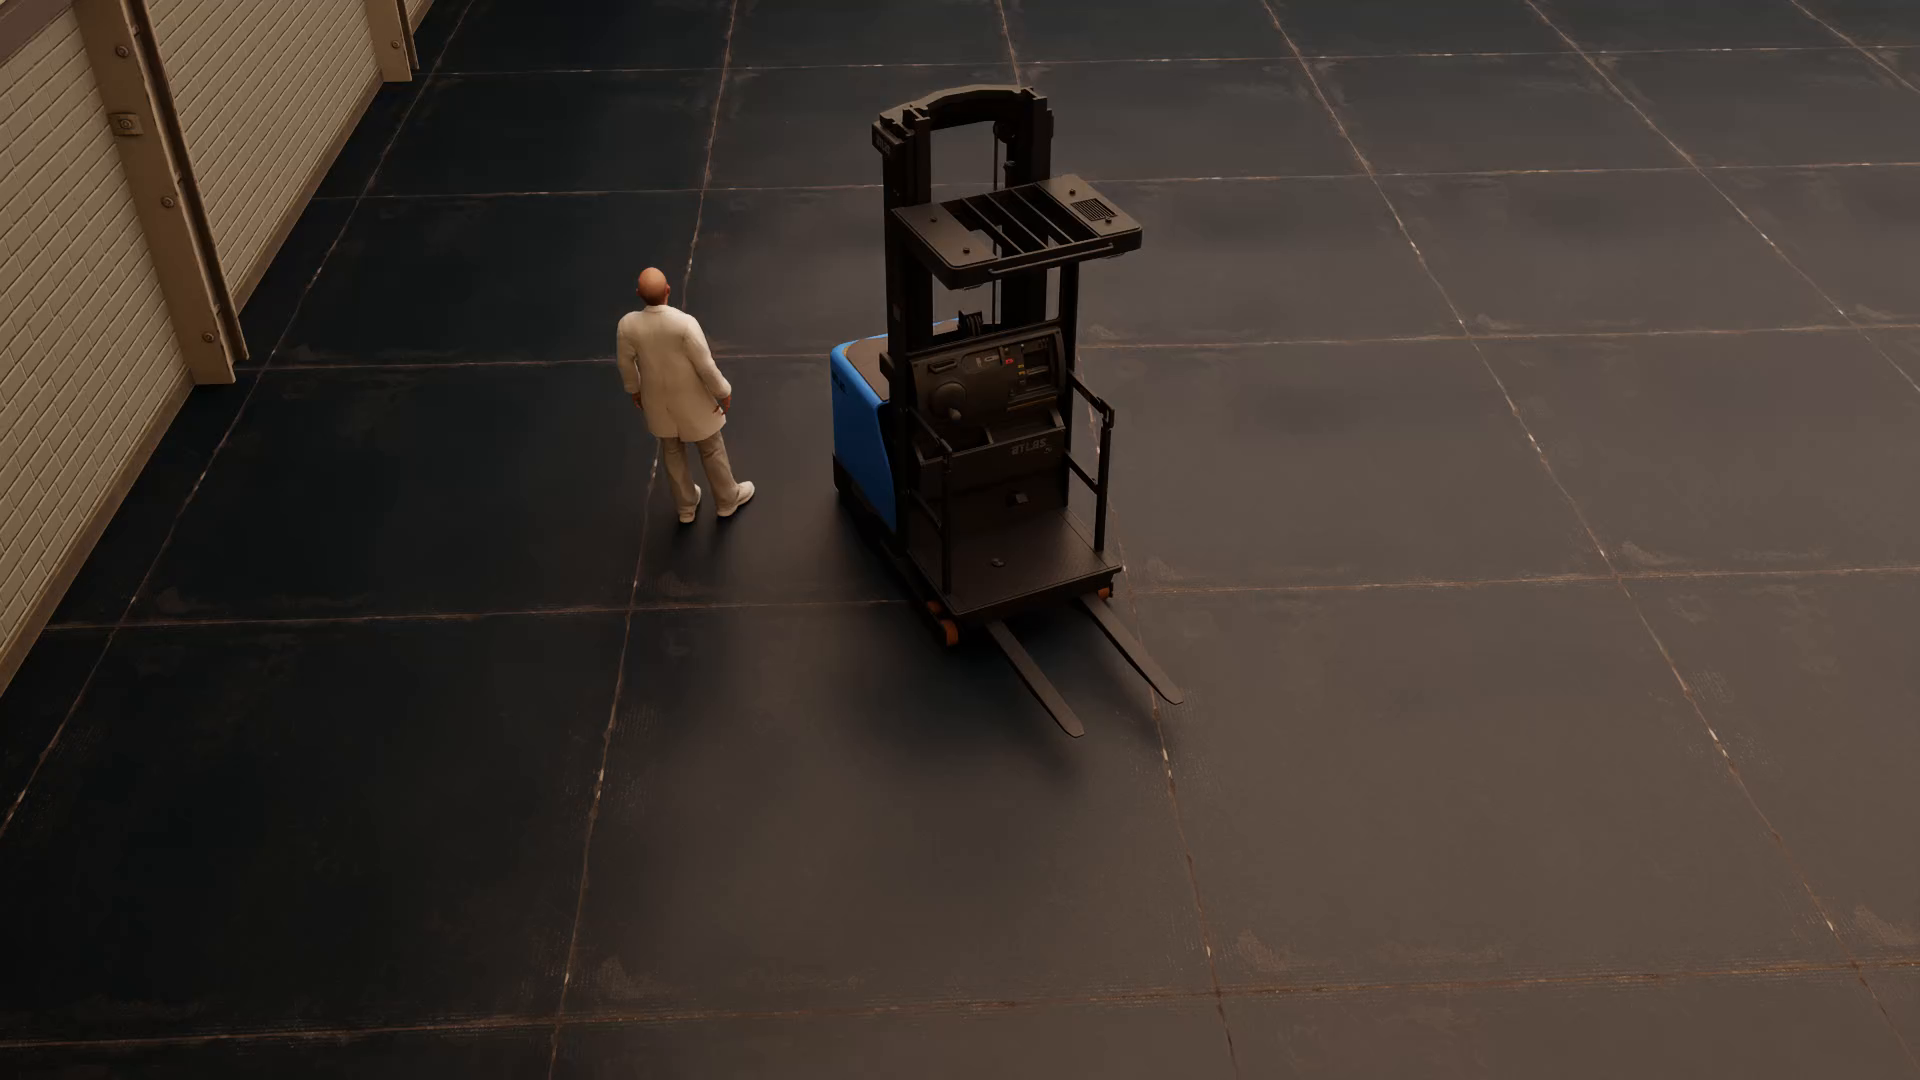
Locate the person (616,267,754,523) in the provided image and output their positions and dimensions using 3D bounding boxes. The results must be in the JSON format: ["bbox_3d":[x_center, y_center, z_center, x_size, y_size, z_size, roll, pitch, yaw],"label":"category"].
[{"bbox_3d":[-1.713,-0.928,10.251,0.697,1.777,0.580,7,37,10],"label":"person"}]

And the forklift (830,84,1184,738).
[{"bbox_3d":[0.258,-0.860,9.192,1.130,2.935,3.031,-15,39,-20],"label":"forklift"}]
